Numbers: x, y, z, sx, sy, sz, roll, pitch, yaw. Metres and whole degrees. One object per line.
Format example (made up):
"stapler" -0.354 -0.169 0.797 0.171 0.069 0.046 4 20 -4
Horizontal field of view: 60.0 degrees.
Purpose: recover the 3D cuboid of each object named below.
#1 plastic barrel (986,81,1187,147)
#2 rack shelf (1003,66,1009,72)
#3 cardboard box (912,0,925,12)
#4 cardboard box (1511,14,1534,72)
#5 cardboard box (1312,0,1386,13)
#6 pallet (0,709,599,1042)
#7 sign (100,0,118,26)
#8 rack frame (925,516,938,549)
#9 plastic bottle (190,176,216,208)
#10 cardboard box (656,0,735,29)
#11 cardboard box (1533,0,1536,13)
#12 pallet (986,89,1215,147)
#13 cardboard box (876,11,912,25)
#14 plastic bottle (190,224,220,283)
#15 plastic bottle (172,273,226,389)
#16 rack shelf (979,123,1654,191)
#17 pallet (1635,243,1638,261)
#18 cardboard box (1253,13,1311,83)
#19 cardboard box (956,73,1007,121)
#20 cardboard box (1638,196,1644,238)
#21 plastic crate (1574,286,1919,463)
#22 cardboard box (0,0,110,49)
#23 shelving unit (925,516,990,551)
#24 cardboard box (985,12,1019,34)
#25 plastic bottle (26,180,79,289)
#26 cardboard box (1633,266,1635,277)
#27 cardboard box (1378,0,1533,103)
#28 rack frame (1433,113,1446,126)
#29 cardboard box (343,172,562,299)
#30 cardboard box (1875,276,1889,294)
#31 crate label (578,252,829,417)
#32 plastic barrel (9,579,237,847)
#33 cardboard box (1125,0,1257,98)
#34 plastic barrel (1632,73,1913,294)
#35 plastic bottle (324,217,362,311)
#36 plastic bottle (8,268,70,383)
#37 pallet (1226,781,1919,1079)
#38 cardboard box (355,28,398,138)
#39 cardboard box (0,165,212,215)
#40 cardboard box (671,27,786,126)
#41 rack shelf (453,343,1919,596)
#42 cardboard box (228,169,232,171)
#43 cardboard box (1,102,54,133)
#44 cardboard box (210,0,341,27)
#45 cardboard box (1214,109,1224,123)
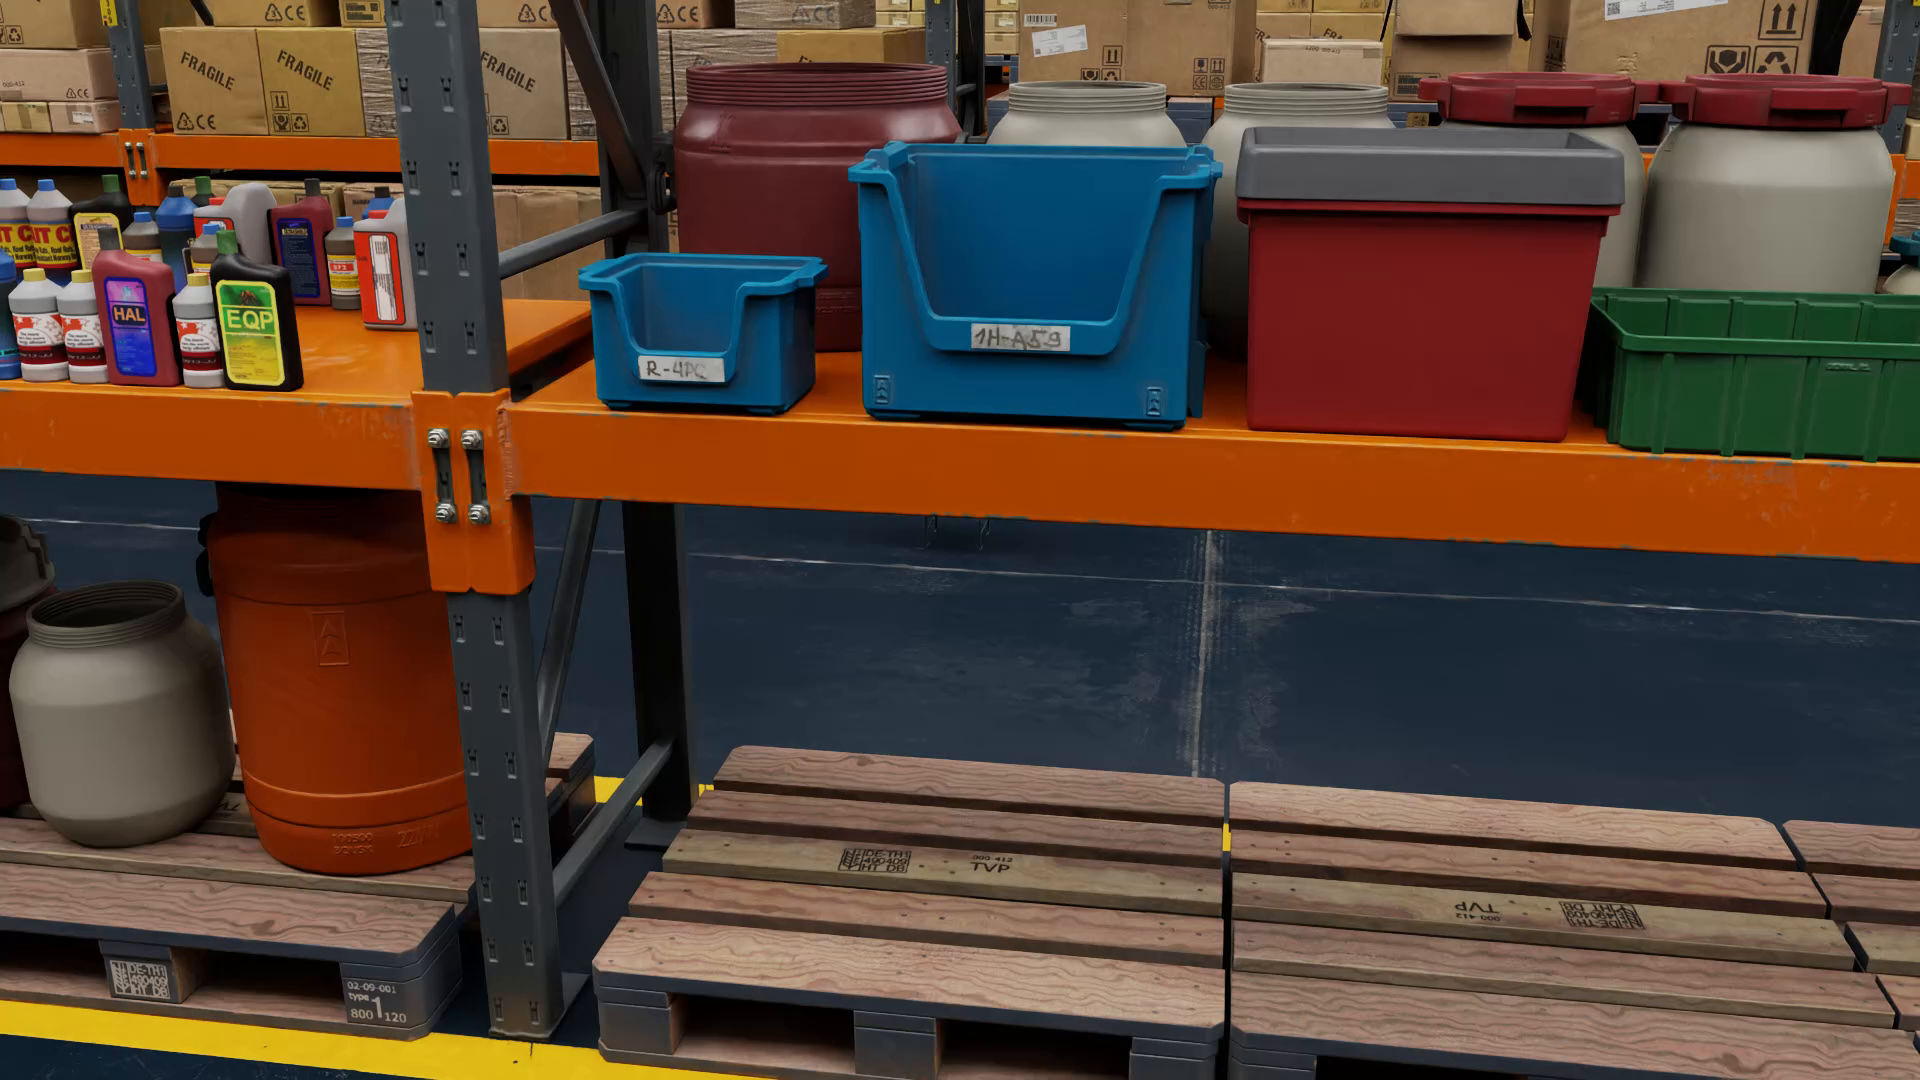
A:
"plastic barrel" 0.249 -0.649 3.338 0.421 0.512 0.421 0 18 0
"rack shelf" -0.418 -4.996 17.642 4.000 0.370 1.077 3 19 9
"cardboard box" -0.191 -3.951 12.180 0.250 0.149 0.380 4 19 10
"cardboard box" 3.765 -3.495 11.864 0.500 0.500 0.500 3 19 8
"cardboard box" 2.824 -4.101 12.099 0.500 0.500 0.700 3 19 8
"pallet" -1.586 0.715 3.833 1.213 0.211 1.003 3 19 9
"sign" -4.051 -2.608 7.880 0.005 0.325 0.100 3 19 9
"rack frame" -0.108 -0.432 6.177 0.006 0.900 0.240 3 19 9
"plastic bottle" -1.758 -0.693 3.829 0.133 0.283 0.061 3 19 9
"cardboard box" -1.377 -2.731 7.999 0.637 0.503 0.797 3 19 10
"cardboard box" 4.330 -4.024 11.870 0.500 0.500 0.700 3 19 8
"pallet" 0.706 -2.039 7.971 1.003 0.211 1.213 3 19 9
"cardboard box" -0.459 -3.822 12.265 0.250 0.149 0.380 3 19 9
"plastic bottle" -1.635 -0.593 3.660 0.097 0.201 0.097 0 18 0
"plastic bottle" -1.379 -0.385 3.038 0.097 0.201 0.097 0 18 0
"rack shelf" 1.960 -1.690 7.762 4.000 0.370 1.077 3 19 9
"pallet" 5.559 -2.095 12.230 1.213 0.211 1.003 3 19 9
"cardboard box" 2.272 -3.571 12.091 0.500 0.500 0.500 3 19 9
"cardboard box" 0.008 -4.535 17.817 0.875 0.875 0.875 3 19 9
"cardboard box" 5.431 -2.618 12.086 0.875 0.875 0.875 3 19 9
"plastic crate" 1.385 -0.278 2.740 0.662 0.188 0.450 3 19 9
"cardboard box" -4.461 -2.698 8.226 0.500 0.500 0.500 3 19 10
"shelving unit" -0.008 -0.427 6.162 0.210 0.900 0.258 3 19 9
"cardboard box" 0.312 -3.784 12.151 0.250 0.149 0.380 3 19 10
"plastic bottle" -2.103 -0.699 3.866 0.097 0.271 0.097 0 18 0
"cardboard box" 3.332 -0.992 7.786 0.500 0.500 0.700 1 19 4
"cardboard box" 2.208 -2.237 7.438 0.637 0.503 0.797 5 19 14
"rack frame" 6.290 -6.591 21.274 0.127 3.000 1.000 3 19 9
"cardboard box" -2.447 -1.454 8.609 0.875 0.875 1.225 2 19 7
"cardboard box" 4.323 -0.912 7.579 0.500 0.500 0.500 2 19 7
"crate label" -0.444 -0.362 2.923 0.416 0.233 0.303 3 19 9
"plastic barrel" -1.858 0.380 3.698 0.421 0.512 0.421 0 18 0
"cardboard box" 1.092 -2.367 7.832 0.500 0.500 0.700 6 19 17
"plastic barrel" 1.515 -0.597 3.147 0.433 0.535 0.433 0 18 0
"plastic bottle" -1.383 -0.629 3.768 0.097 0.201 0.097 0 18 0
"plastic bottle" -1.703 -0.401 3.087 0.097 0.201 0.097 0 18 0
"pallet" 1.159 0.855 3.415 1.213 0.211 1.003 3 19 9
"cardboard box" -2.559 -2.229 8.080 0.500 0.500 0.500 2 19 7
"cardboard box" -4.603 -1.583 8.995 0.875 0.875 0.875 3 19 9
"cardboard box" -1.033 -2.154 7.855 0.500 0.500 0.500 3 19 8
"rack shelf" 1.174 -0.139 3.124 4.000 0.370 1.077 3 19 9
"cardboard box" -5.786 -3.065 13.628 0.250 0.149 0.380 2 19 6
"cardboard box" -4.572 -2.140 8.367 0.250 0.149 0.380 3 19 10
"cardboard box" -3.332 -2.827 8.287 0.637 0.503 0.797 2 19 7
"cardboard box" 3.601 -5.799 21.988 0.625 0.625 0.875 4 19 10
